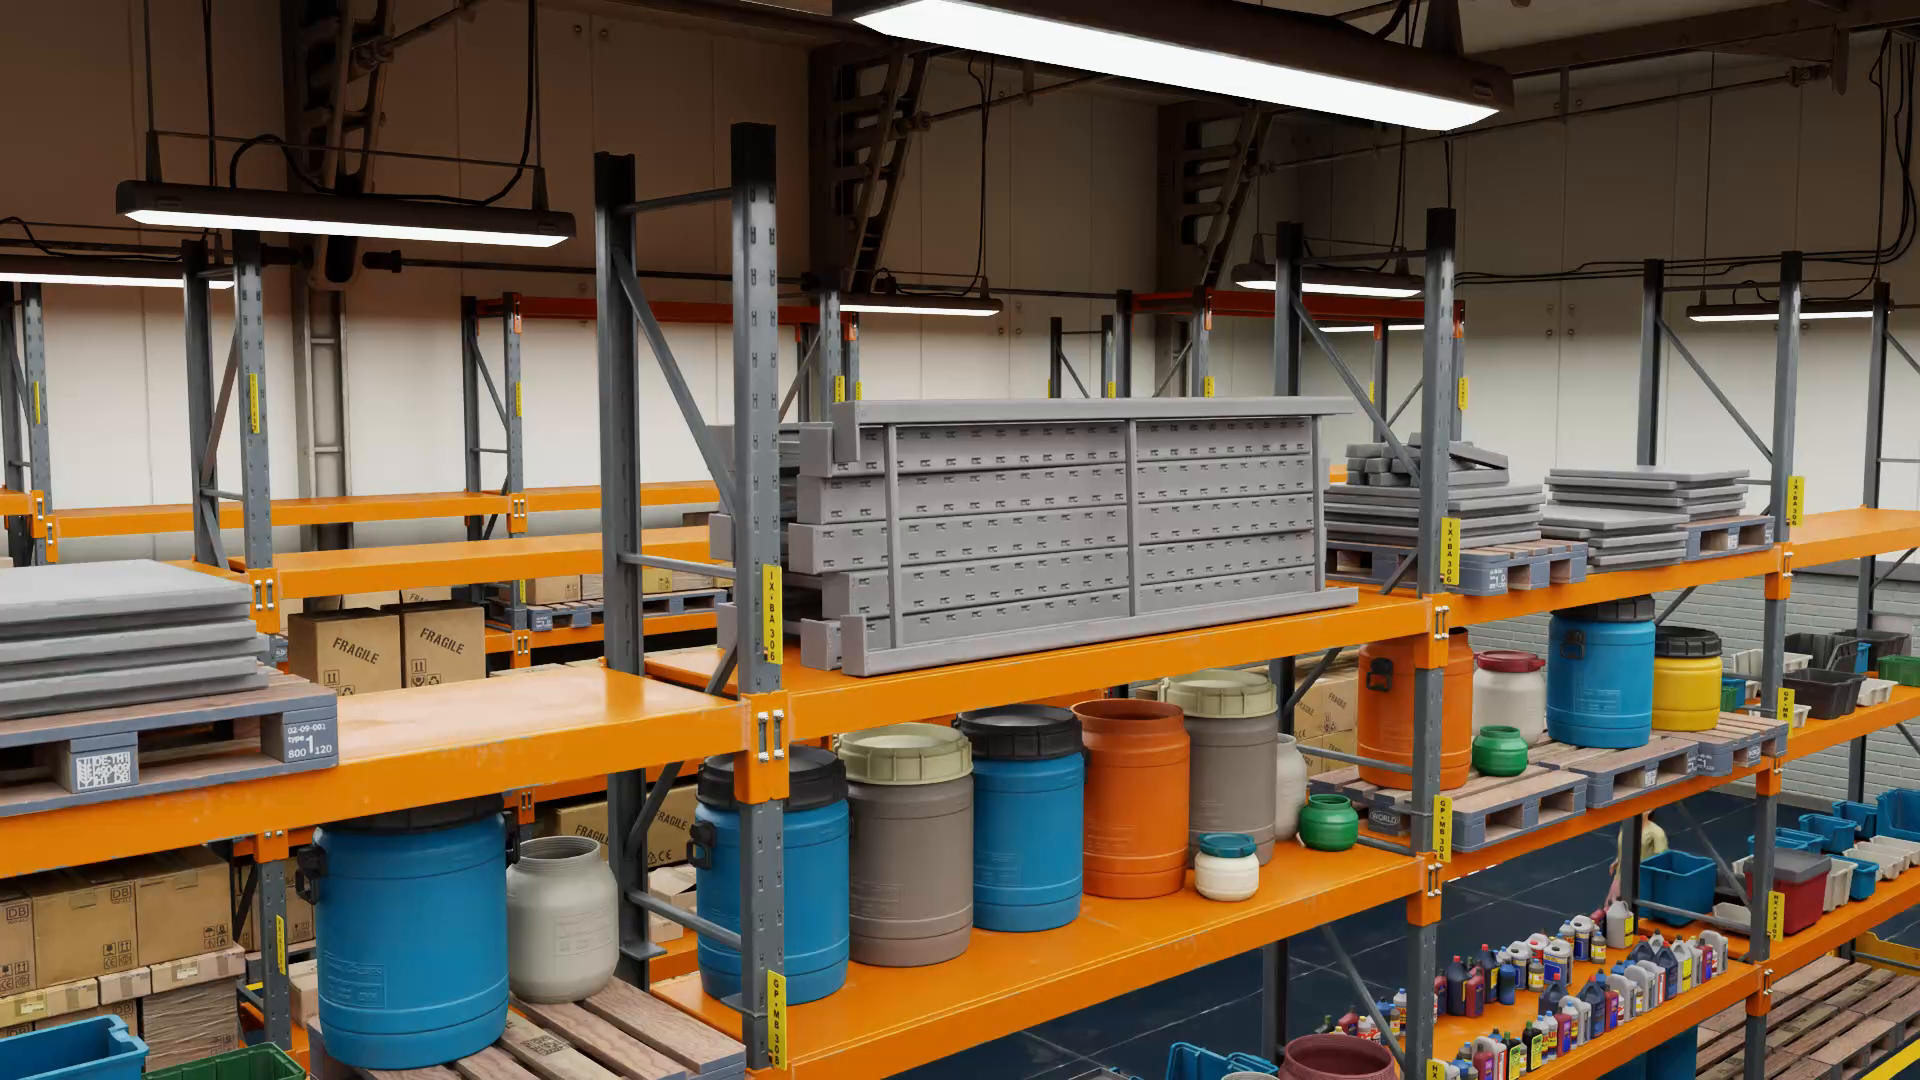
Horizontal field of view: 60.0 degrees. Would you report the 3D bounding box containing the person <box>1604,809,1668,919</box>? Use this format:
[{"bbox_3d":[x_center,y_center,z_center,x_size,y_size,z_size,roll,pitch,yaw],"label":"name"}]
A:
[{"bbox_3d":[5.828,2.976,14.366,0.608,1.633,0.546,-5,7,-41],"label":"person"}]
